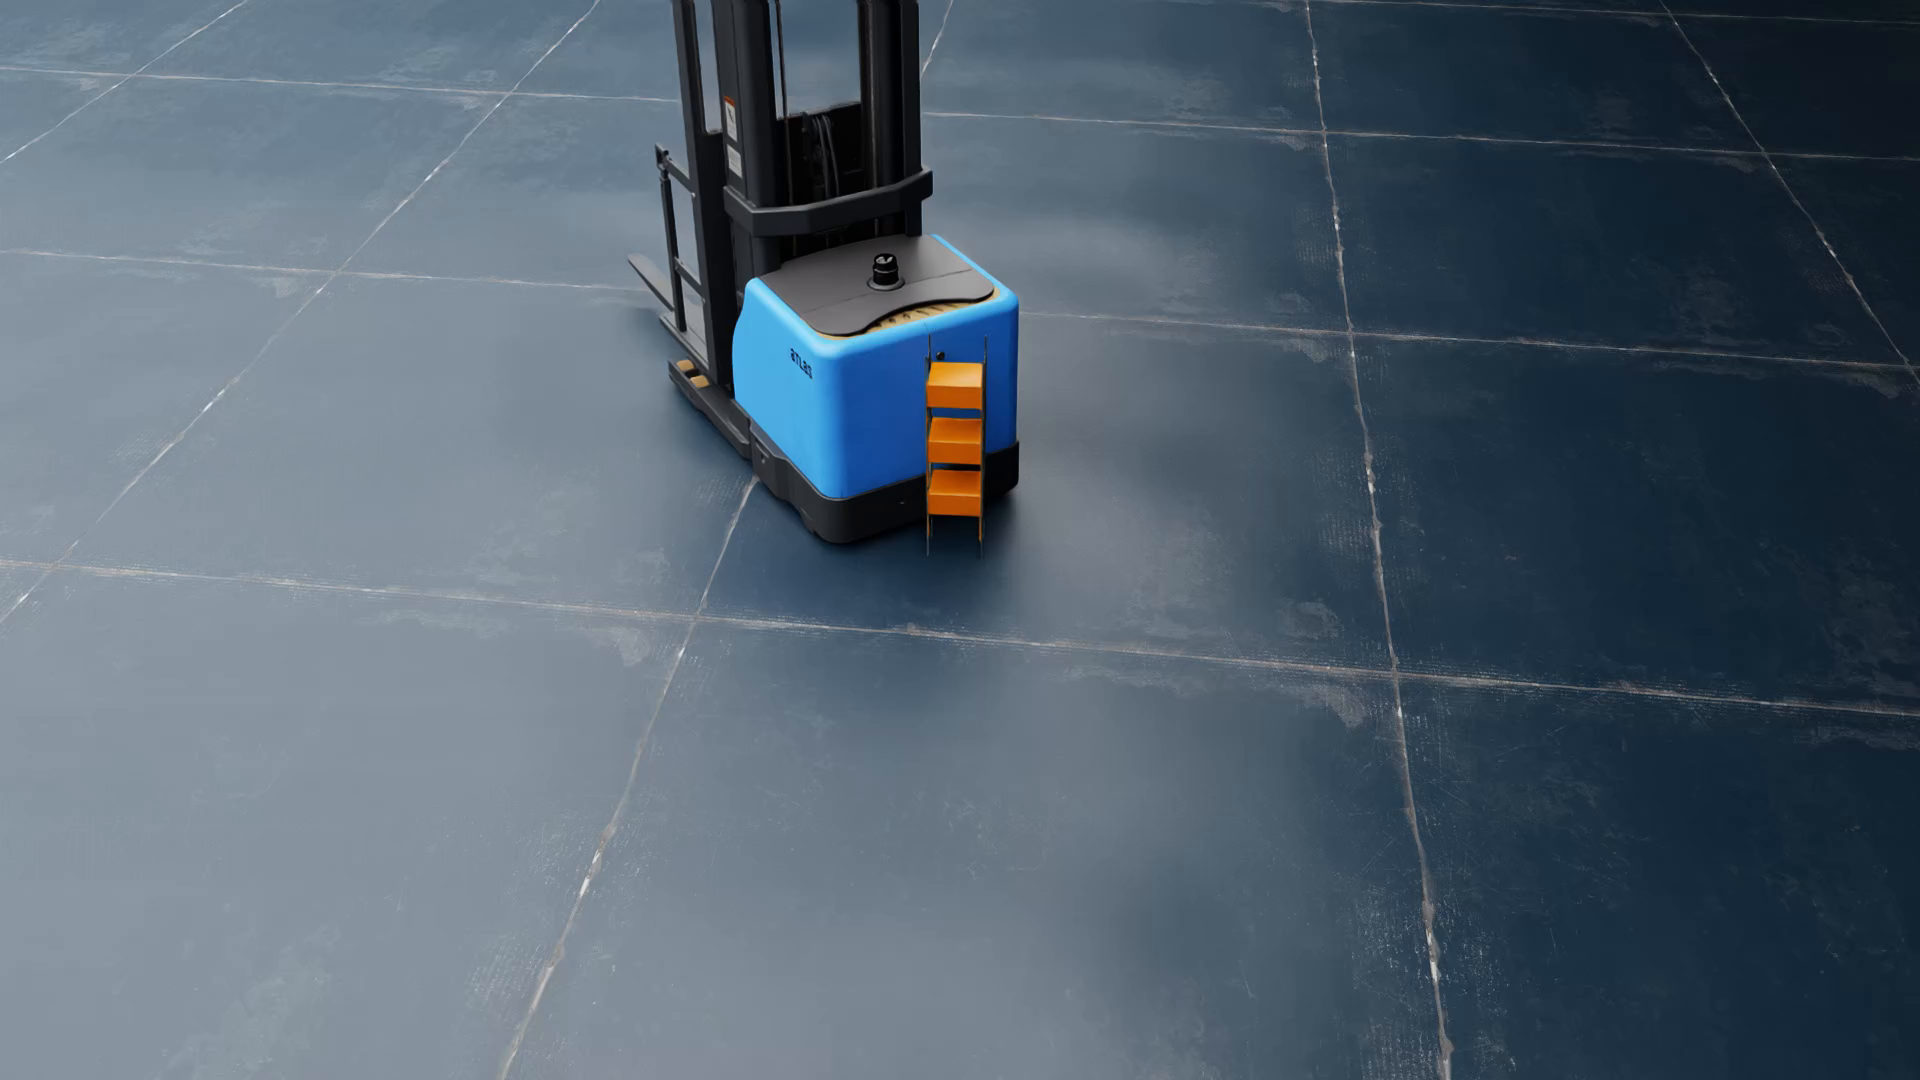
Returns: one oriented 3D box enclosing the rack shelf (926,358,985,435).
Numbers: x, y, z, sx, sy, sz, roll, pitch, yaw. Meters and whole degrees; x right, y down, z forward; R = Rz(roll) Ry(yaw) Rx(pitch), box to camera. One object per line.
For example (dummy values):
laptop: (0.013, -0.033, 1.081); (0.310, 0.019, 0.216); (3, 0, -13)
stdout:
rack shelf: (-0.017, -0.626, 7.254); (0.240, 0.259, 0.215); (3, 36, 4)

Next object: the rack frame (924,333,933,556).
rack frame: (-0.139, -0.410, 7.420); (0.008, 1.050, 0.200); (3, 36, 4)

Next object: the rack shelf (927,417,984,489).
rack shelf: (-0.017, -0.395, 7.419); (0.240, 0.259, 0.215); (3, 36, 4)

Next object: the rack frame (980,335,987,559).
rack frame: (0.104, -0.398, 7.404); (0.008, 1.050, 0.200); (3, 36, 4)

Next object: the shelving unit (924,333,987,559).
shelving unit: (-0.017, -0.404, 7.412); (0.252, 1.050, 0.215); (3, 36, 4)

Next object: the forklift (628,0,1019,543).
forklift: (-0.891, -2.010, 8.043); (1.130, 2.935, 3.031); (-19, 40, -24)

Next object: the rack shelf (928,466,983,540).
rack shelf: (-0.017, -0.169, 7.580); (0.240, 0.259, 0.215); (3, 36, 4)
